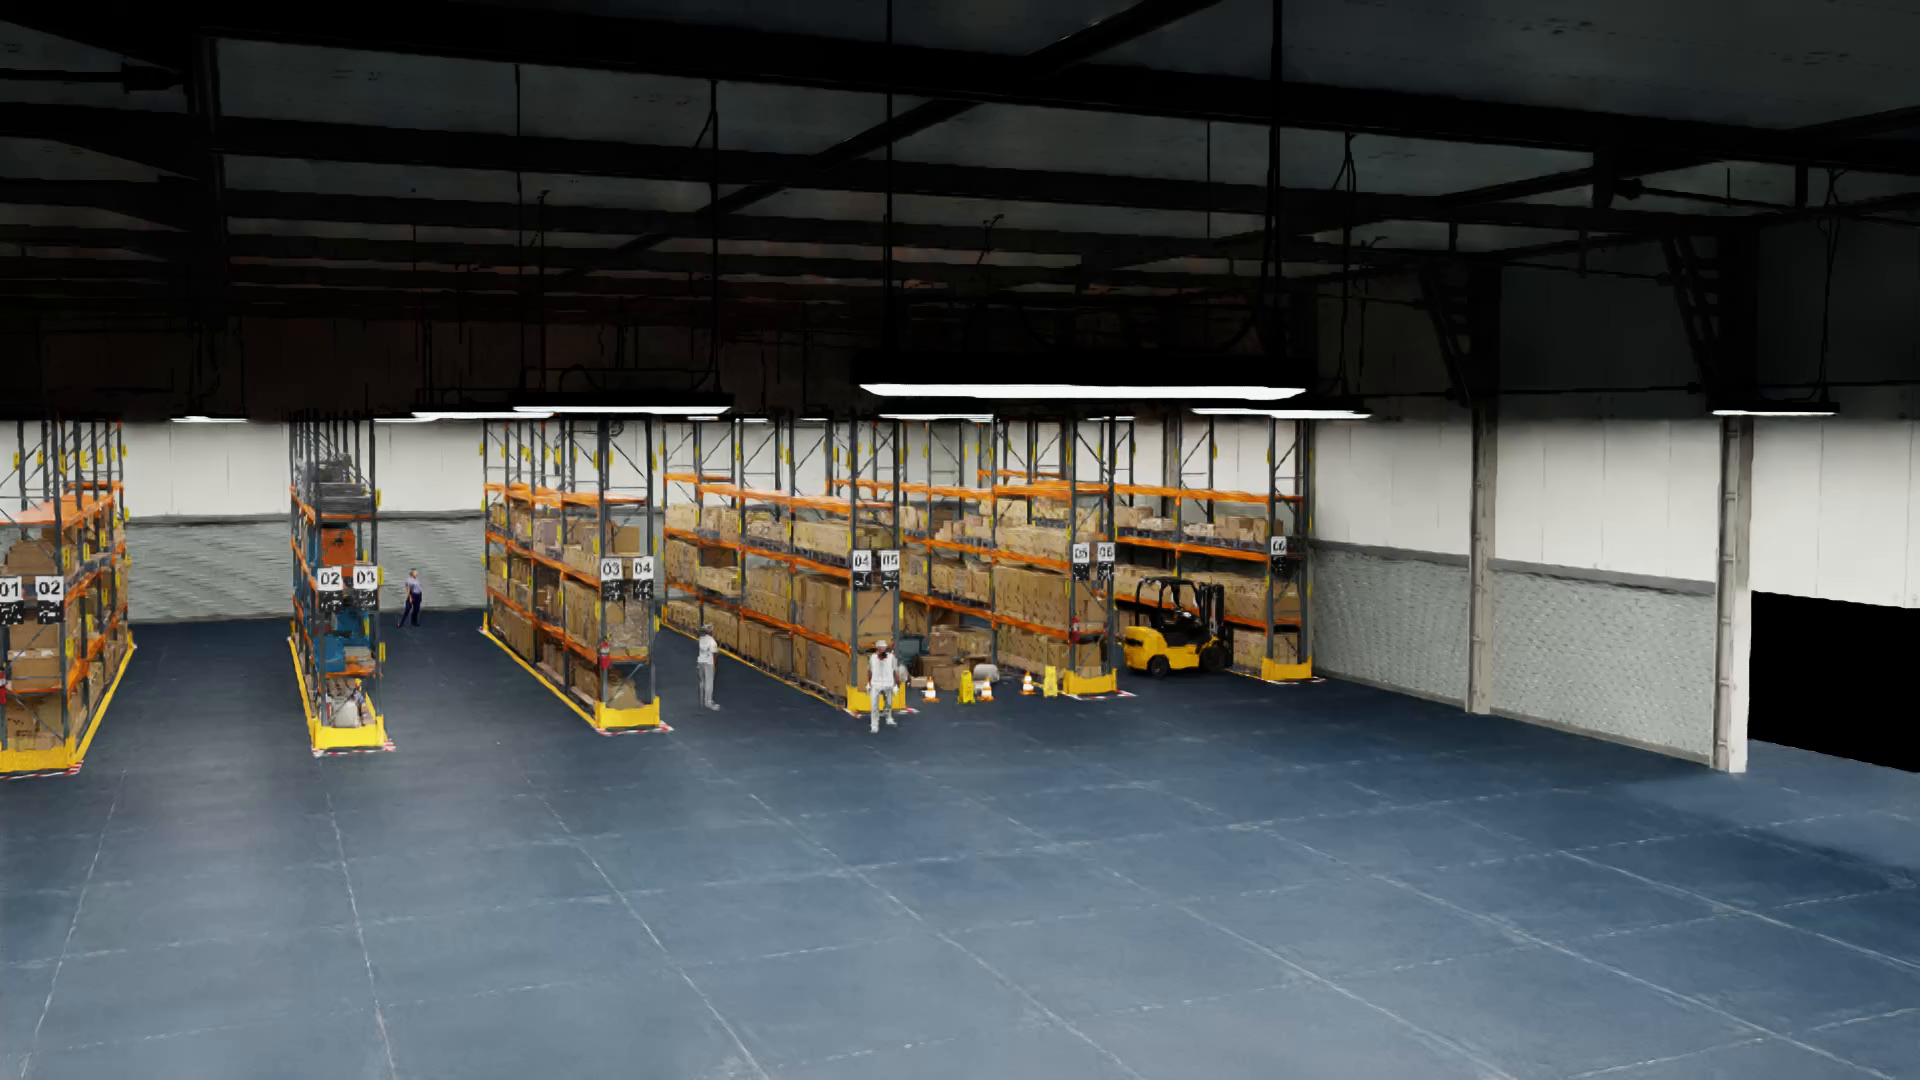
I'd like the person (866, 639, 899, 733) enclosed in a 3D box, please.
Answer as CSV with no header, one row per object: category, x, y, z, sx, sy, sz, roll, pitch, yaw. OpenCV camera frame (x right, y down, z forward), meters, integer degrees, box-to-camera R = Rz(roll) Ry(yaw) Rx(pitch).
person,-1.444,2.697,30.966,0.606,1.735,0.984,0,4,-2

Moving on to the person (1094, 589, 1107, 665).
person,3.271,2.056,39.440,0.557,1.781,0.631,0,4,6

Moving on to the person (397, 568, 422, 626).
person,-15.572,1.621,47.000,0.507,1.641,0.683,2,4,21

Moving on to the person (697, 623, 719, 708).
person,-5.053,2.523,33.530,0.551,1.683,0.440,3,5,39
